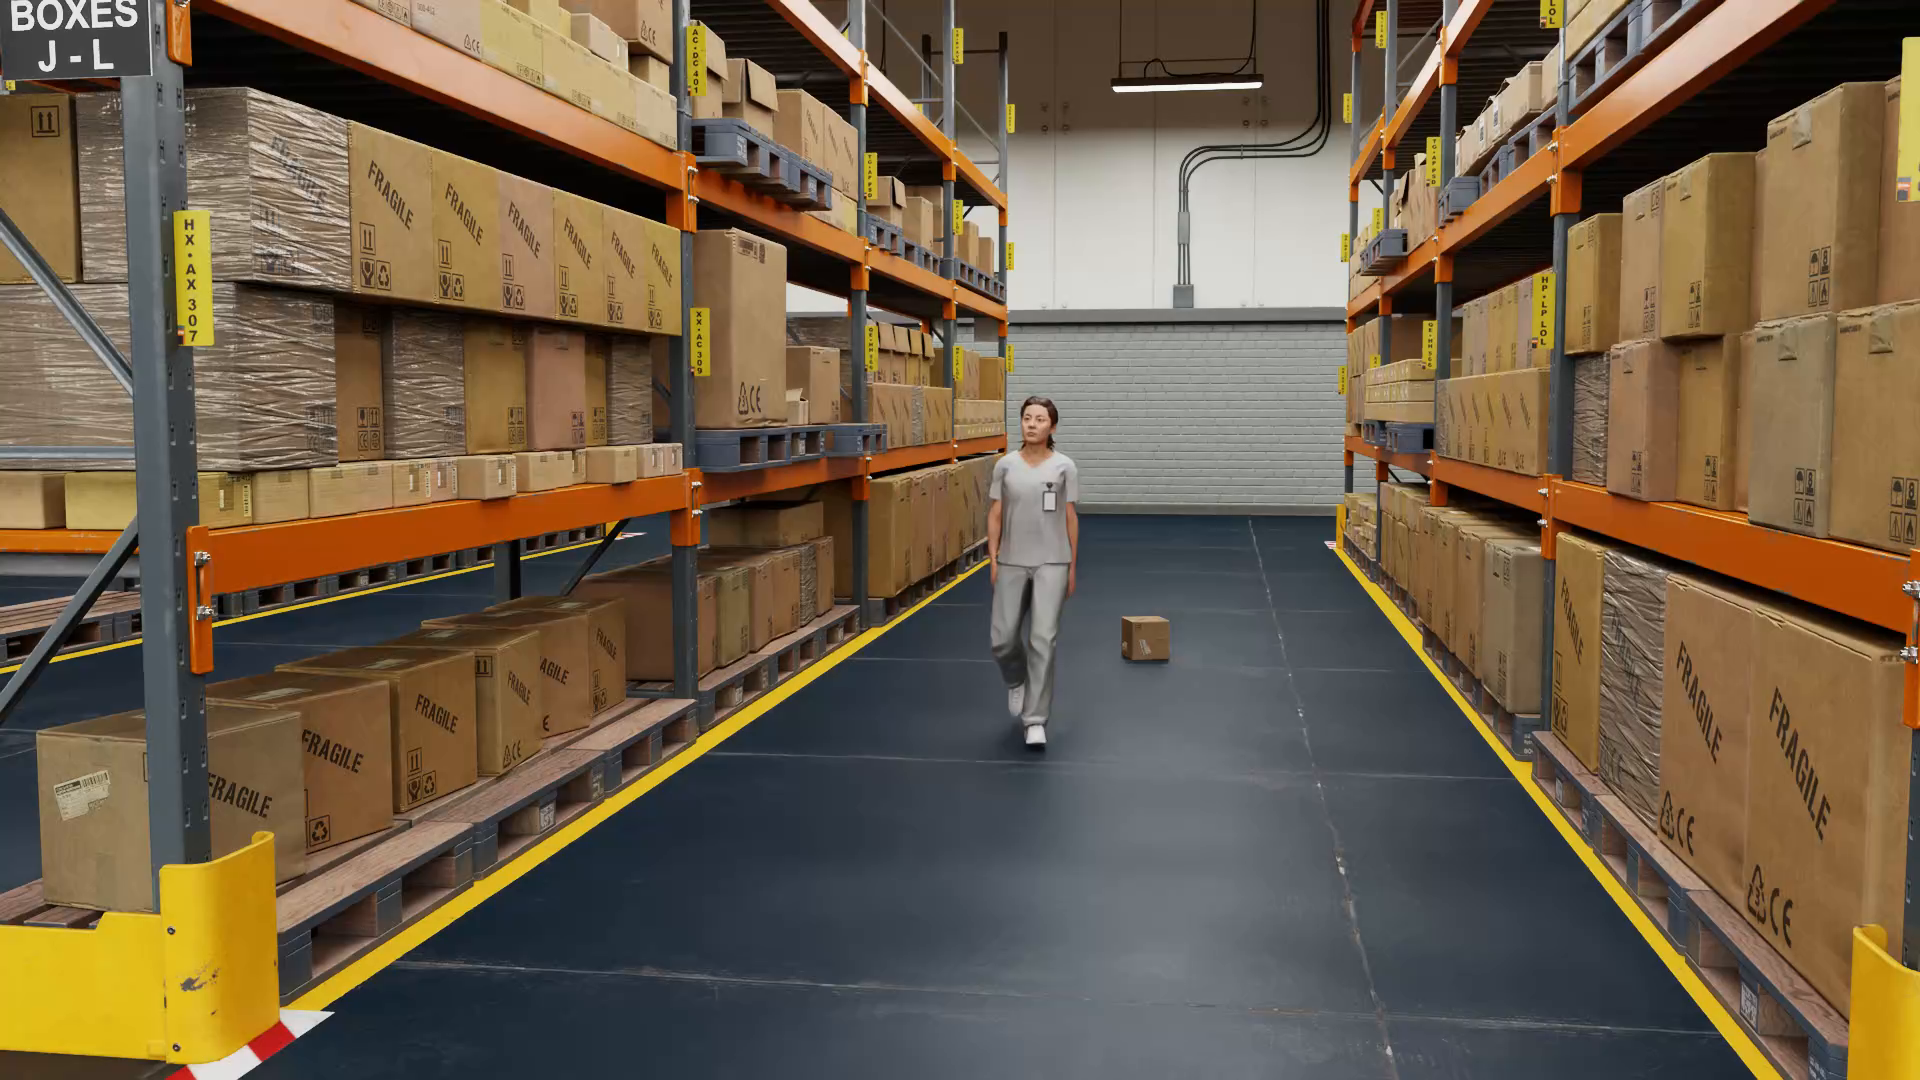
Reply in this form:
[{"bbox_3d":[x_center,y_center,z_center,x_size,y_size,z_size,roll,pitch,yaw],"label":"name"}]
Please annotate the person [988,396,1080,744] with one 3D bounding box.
[{"bbox_3d":[0.356,0.137,8.086,0.443,1.633,0.647,1,5,8],"label":"person"}]
